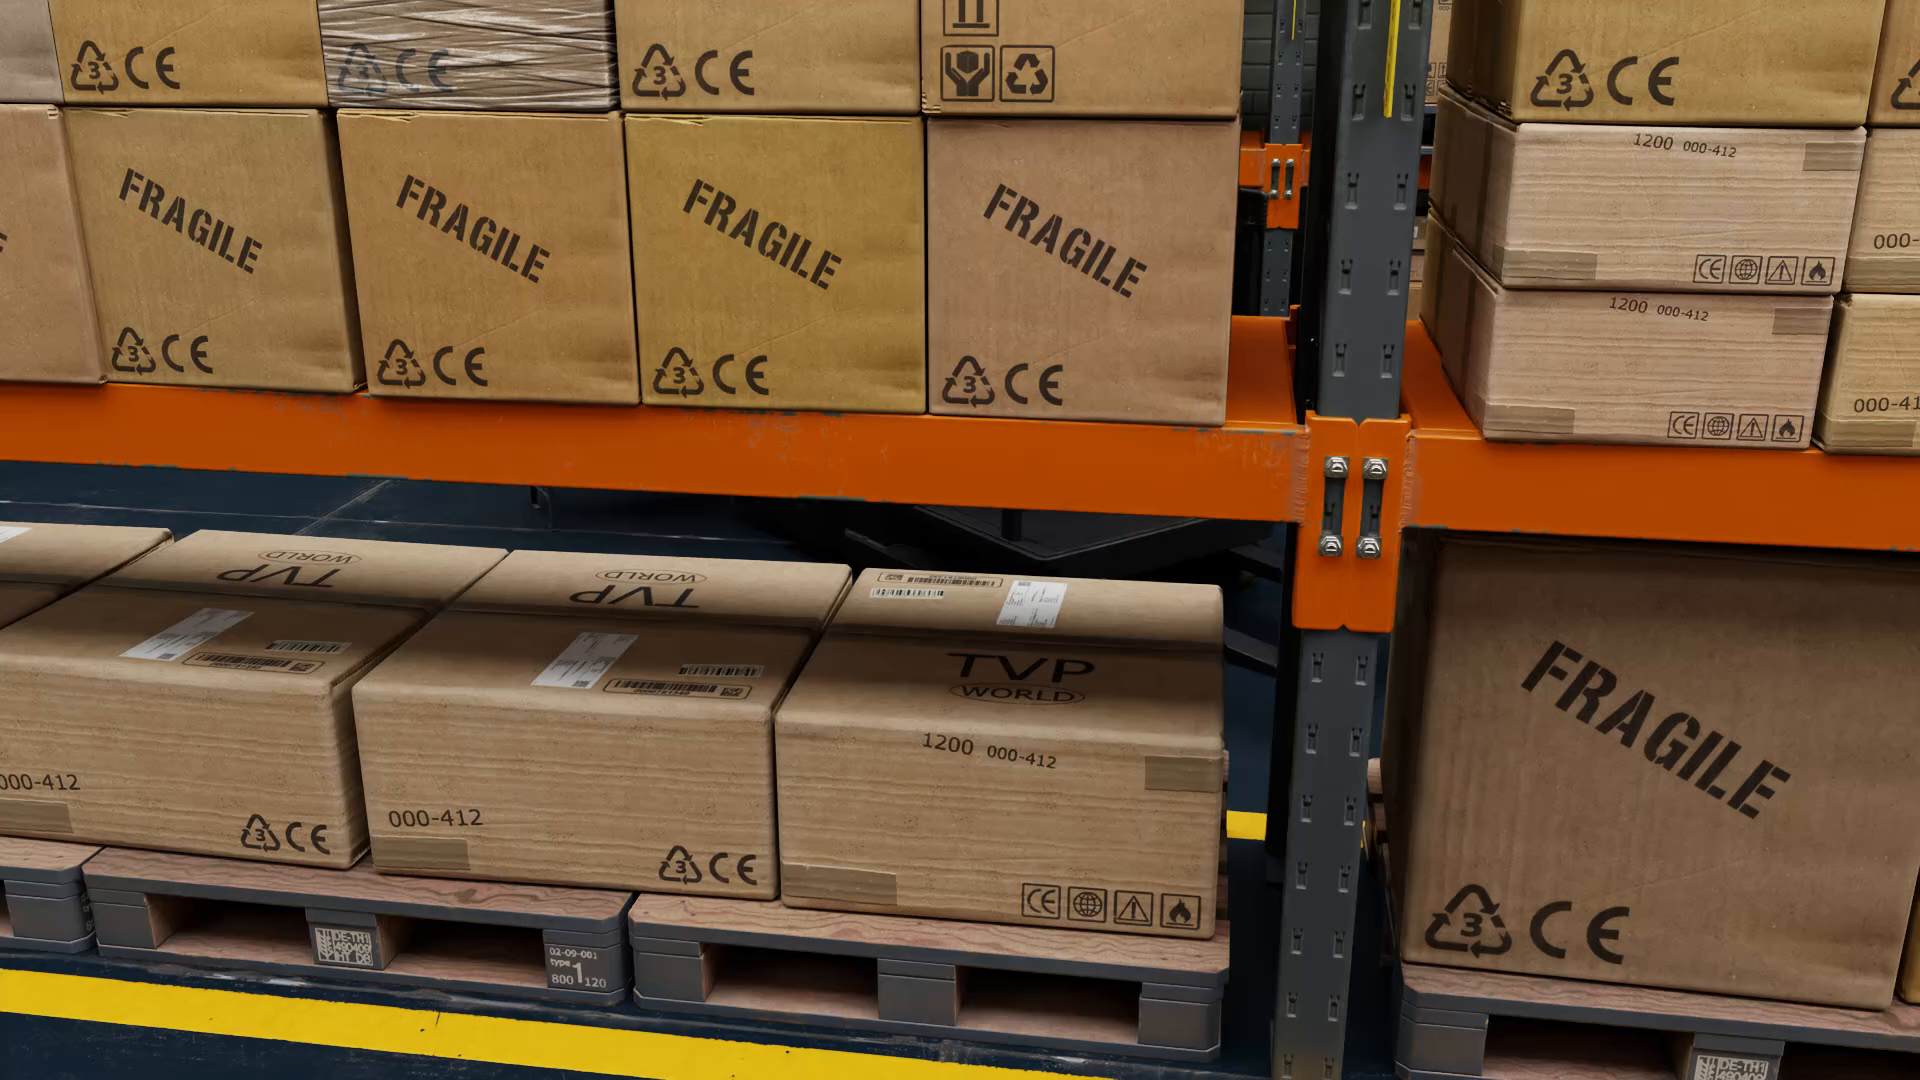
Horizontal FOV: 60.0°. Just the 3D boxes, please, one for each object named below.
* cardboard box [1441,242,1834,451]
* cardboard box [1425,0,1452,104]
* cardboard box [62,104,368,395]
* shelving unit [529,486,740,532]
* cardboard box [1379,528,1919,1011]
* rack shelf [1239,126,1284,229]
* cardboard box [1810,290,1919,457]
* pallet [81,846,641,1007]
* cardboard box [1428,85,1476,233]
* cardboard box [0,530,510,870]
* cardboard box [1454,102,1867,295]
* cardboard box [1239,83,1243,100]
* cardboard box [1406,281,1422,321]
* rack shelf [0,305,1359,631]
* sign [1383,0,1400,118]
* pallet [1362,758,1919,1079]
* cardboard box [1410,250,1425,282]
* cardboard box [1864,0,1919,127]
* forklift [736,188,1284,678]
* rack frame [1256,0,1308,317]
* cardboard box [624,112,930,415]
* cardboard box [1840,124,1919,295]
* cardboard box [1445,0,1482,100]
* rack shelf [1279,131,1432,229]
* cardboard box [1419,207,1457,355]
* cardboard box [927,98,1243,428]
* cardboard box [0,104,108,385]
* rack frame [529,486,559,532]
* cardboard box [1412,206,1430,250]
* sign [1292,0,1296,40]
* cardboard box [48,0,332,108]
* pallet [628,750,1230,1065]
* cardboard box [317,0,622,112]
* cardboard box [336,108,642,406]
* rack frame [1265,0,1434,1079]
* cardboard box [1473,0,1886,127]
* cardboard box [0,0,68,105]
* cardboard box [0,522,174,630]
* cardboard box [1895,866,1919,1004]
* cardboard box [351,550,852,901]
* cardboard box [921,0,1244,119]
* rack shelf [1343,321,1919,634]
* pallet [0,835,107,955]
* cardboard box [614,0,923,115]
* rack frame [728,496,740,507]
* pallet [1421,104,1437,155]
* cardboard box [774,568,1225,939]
[{"bbox_3d":[1.125,-0.346,2.847,0.500,0.250,0.500,2,19,7],"label":"cardboard box"},{"bbox_3d":[1.958,-2.230,7.420,0.500,0.500,0.700,3,19,10],"label":"cardboard box"},{"bbox_3d":[-1.288,-0.589,3.178,0.500,0.500,0.500,4,19,10],"label":"cardboard box"},{"bbox_3d":[-1.313,-0.850,6.481,0.755,1.500,0.431,-9,20,-24],"label":"shelving unit"},{"bbox_3d":[1.358,0.292,3.389,0.875,0.875,0.875,4,19,10],"label":"cardboard box"},{"bbox_3d":[-0.458,-1.837,8.200,4.000,0.370,1.077,3,19,9],"label":"rack shelf"},{"bbox_3d":[1.636,-0.321,2.771,0.500,0.250,0.500,2,19,7],"label":"cardboard box"},{"bbox_3d":[-1.214,0.677,3.948,1.213,0.211,1.003,3,19,9],"label":"pallet"},{"bbox_3d":[1.207,-0.742,3.242,0.500,0.250,0.500,3,19,9],"label":"cardboard box"},{"bbox_3d":[-1.644,0.338,3.943,0.875,0.438,0.875,3,19,10],"label":"cardboard box"},{"bbox_3d":[1.122,-0.578,2.751,0.500,0.250,0.500,2,19,7],"label":"cardboard box"},{"bbox_3d":[0.311,-0.675,3.436,0.500,0.500,0.500,4,19,10],"label":"cardboard box"},{"bbox_3d":[1.958,-0.996,7.831,0.500,0.500,0.500,4,19,11],"label":"cardboard box"},{"bbox_3d":[-1.242,-0.282,3.552,4.000,0.370,1.077,3,19,9],"label":"rack shelf"},{"bbox_3d":[0.646,-0.796,2.467,0.005,0.325,0.100,3,19,9],"label":"sign"},{"bbox_3d":[1.506,0.815,3.534,1.213,0.211,1.003,3,19,9],"label":"pallet"},{"bbox_3d":[2.114,-1.308,7.739,0.250,0.149,0.380,2,19,7],"label":"cardboard box"},{"bbox_3d":[1.628,-0.915,2.576,0.500,0.500,0.500,3,19,8],"label":"cardboard box"},{"bbox_3d":[0.397,-1.212,5.305,1.130,2.935,3.031,-13,23,-35],"label":"forklift"},{"bbox_3d":[1.516,-2.077,7.785,0.127,3.000,1.000,3,19,9],"label":"rack frame"},{"bbox_3d":[-0.275,-0.537,3.023,0.500,0.500,0.500,2,19,7],"label":"cardboard box"},{"bbox_3d":[1.642,-0.560,2.699,0.500,0.250,0.500,3,19,10],"label":"cardboard box"},{"bbox_3d":[1.214,-1.100,3.130,0.500,0.500,0.500,4,19,10],"label":"cardboard box"},{"bbox_3d":[3.491,-1.636,7.598,4.000,0.370,1.077,3,19,9],"label":"rack shelf"},{"bbox_3d":[1.216,-0.508,3.329,0.500,0.250,0.500,2,19,7],"label":"cardboard box"},{"bbox_3d":[0.234,-0.513,2.951,0.500,0.500,0.500,3,19,9],"label":"cardboard box"},{"bbox_3d":[-1.785,-0.609,3.238,0.500,0.500,0.500,3,19,8],"label":"cardboard box"},{"bbox_3d":[-1.642,-0.800,6.330,0.023,1.500,0.400,-9,20,-24],"label":"rack frame"},{"bbox_3d":[2.092,-1.440,7.667,0.250,0.149,0.380,2,19,6],"label":"cardboard box"},{"bbox_3d":[1.438,-2.318,7.138,0.005,0.325,0.100,3,19,9],"label":"sign"},{"bbox_3d":[-1.275,-1.060,3.009,0.500,0.500,0.500,3,19,9],"label":"cardboard box"},{"bbox_3d":[-0.006,0.737,3.767,1.213,0.211,1.003,3,19,9],"label":"pallet"},{"bbox_3d":[-0.781,-1.032,2.926,0.500,0.500,0.500,3,19,9],"label":"cardboard box"},{"bbox_3d":[-0.773,-0.558,3.085,0.500,0.500,0.500,3,19,8],"label":"cardboard box"},{"bbox_3d":[0.733,-0.522,3.137,0.127,3.000,1.000,3,19,9],"label":"rack frame"},{"bbox_3d":[1.122,-0.932,2.627,0.500,0.500,0.500,3,19,9],"label":"cardboard box"},{"bbox_3d":[-1.767,-1.084,3.084,0.500,0.500,0.500,3,19,8],"label":"cardboard box"},{"bbox_3d":[-2.549,0.294,4.073,0.875,0.438,0.875,2,19,7],"label":"cardboard box"},{"bbox_3d":[2.251,0.335,3.260,0.875,0.875,0.875,3,19,10],"label":"cardboard box"},{"bbox_3d":[-0.754,0.384,3.805,0.875,0.438,0.875,2,19,7],"label":"cardboard box"},{"bbox_3d":[0.223,-0.981,2.774,0.500,0.500,0.500,3,19,8],"label":"cardboard box"},{"bbox_3d":[2.707,-0.080,2.950,4.000,0.370,1.077,3,19,9],"label":"rack shelf"},{"bbox_3d":[-2.415,0.615,4.134,1.213,0.211,1.003,3,19,9],"label":"pallet"},{"bbox_3d":[-0.277,-1.009,2.858,0.500,0.500,0.500,3,19,8],"label":"cardboard box"},{"bbox_3d":[-0.983,-0.901,6.632,0.023,1.500,0.400,-9,20,-24],"label":"rack frame"},{"bbox_3d":[2.288,-1.912,7.593,1.213,0.211,1.003,3,19,9],"label":"pallet"},{"bbox_3d":[0.130,0.428,3.671,0.875,0.438,0.875,3,19,8],"label":"cardboard box"}]
